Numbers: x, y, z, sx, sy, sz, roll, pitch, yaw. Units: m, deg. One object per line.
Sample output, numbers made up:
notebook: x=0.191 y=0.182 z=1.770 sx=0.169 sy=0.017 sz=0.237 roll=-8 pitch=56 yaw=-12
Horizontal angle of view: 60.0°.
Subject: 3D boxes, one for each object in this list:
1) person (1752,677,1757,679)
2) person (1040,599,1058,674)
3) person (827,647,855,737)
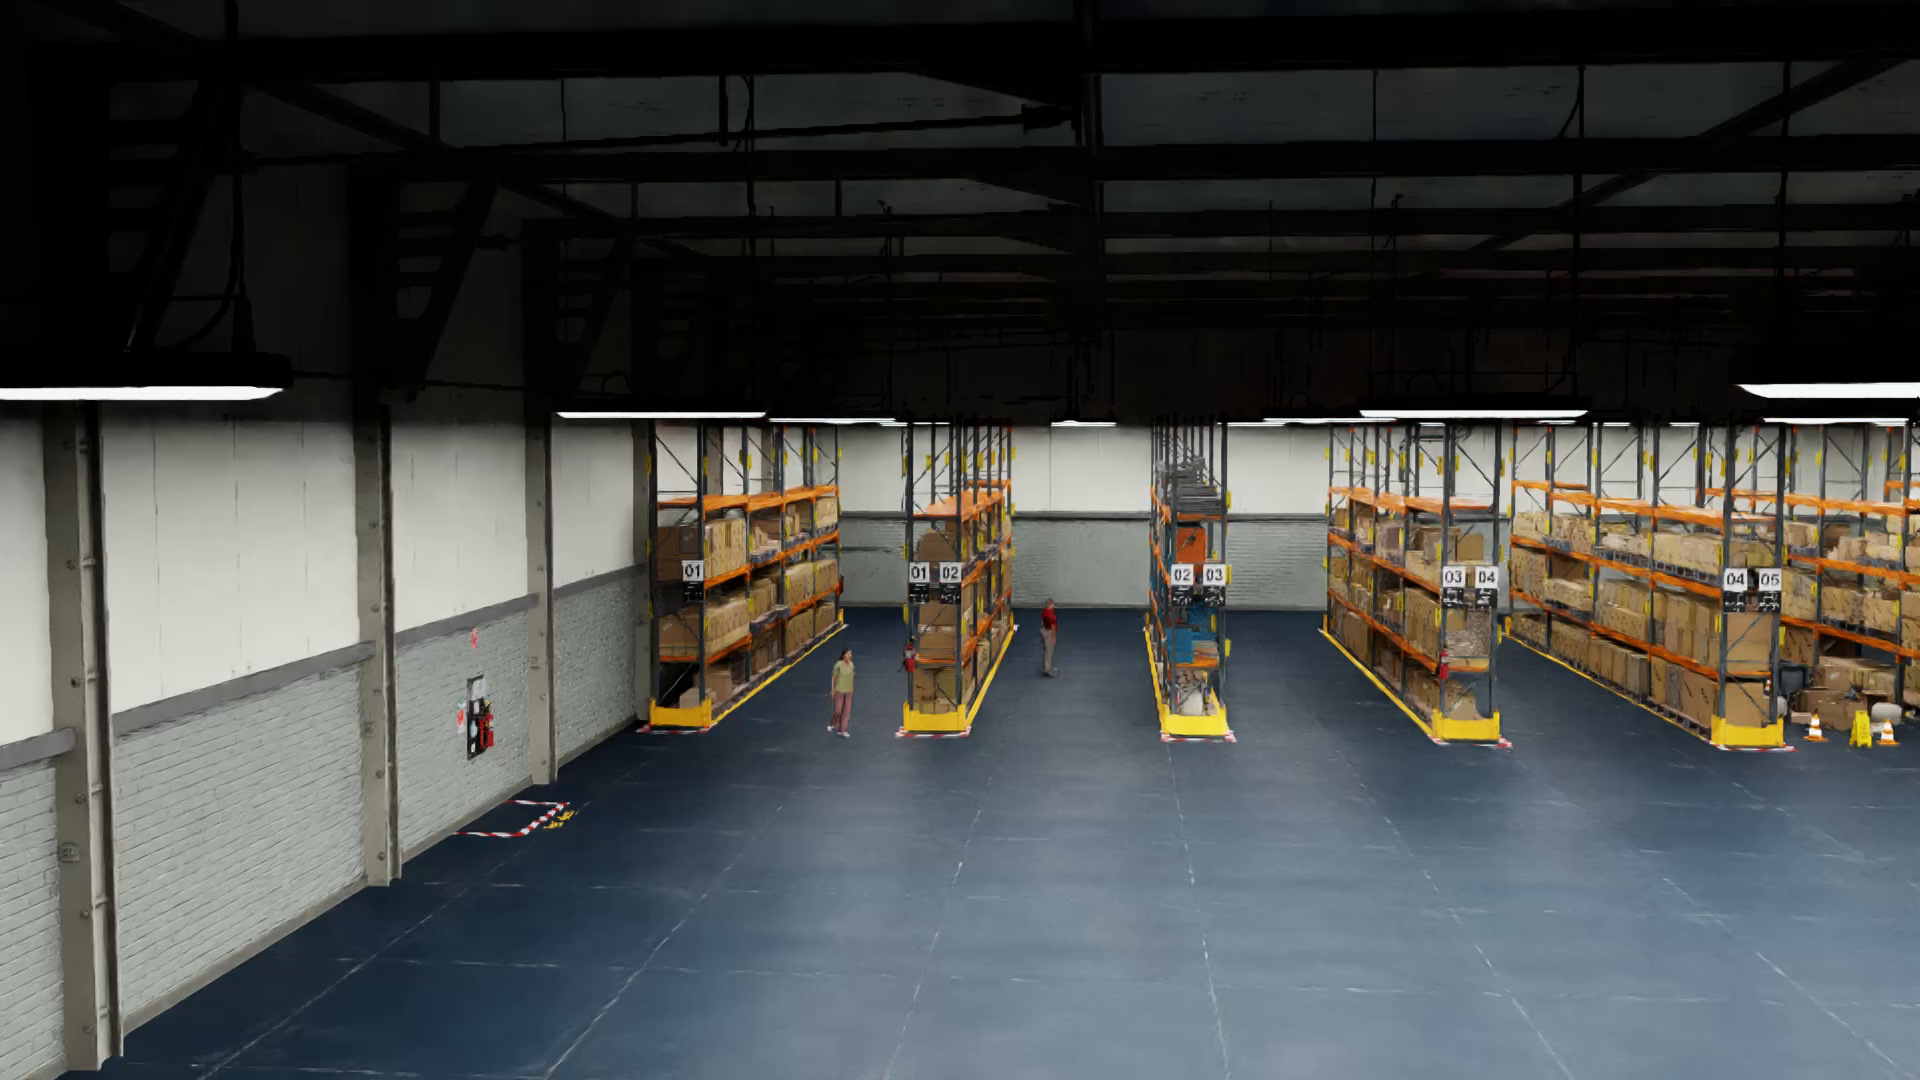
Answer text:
person: x=17.134 y=2.438 z=36.242 sx=0.549 sy=1.665 sz=0.574 roll=3 pitch=5 yaw=35
person: x=2.125 y=2.234 z=38.787 sx=0.476 sy=1.738 sz=0.626 roll=-1 pitch=4 yaw=-20
person: x=-2.215 y=2.813 z=30.948 sx=0.508 sy=1.665 sz=0.506 roll=-2 pitch=5 yaw=-32
